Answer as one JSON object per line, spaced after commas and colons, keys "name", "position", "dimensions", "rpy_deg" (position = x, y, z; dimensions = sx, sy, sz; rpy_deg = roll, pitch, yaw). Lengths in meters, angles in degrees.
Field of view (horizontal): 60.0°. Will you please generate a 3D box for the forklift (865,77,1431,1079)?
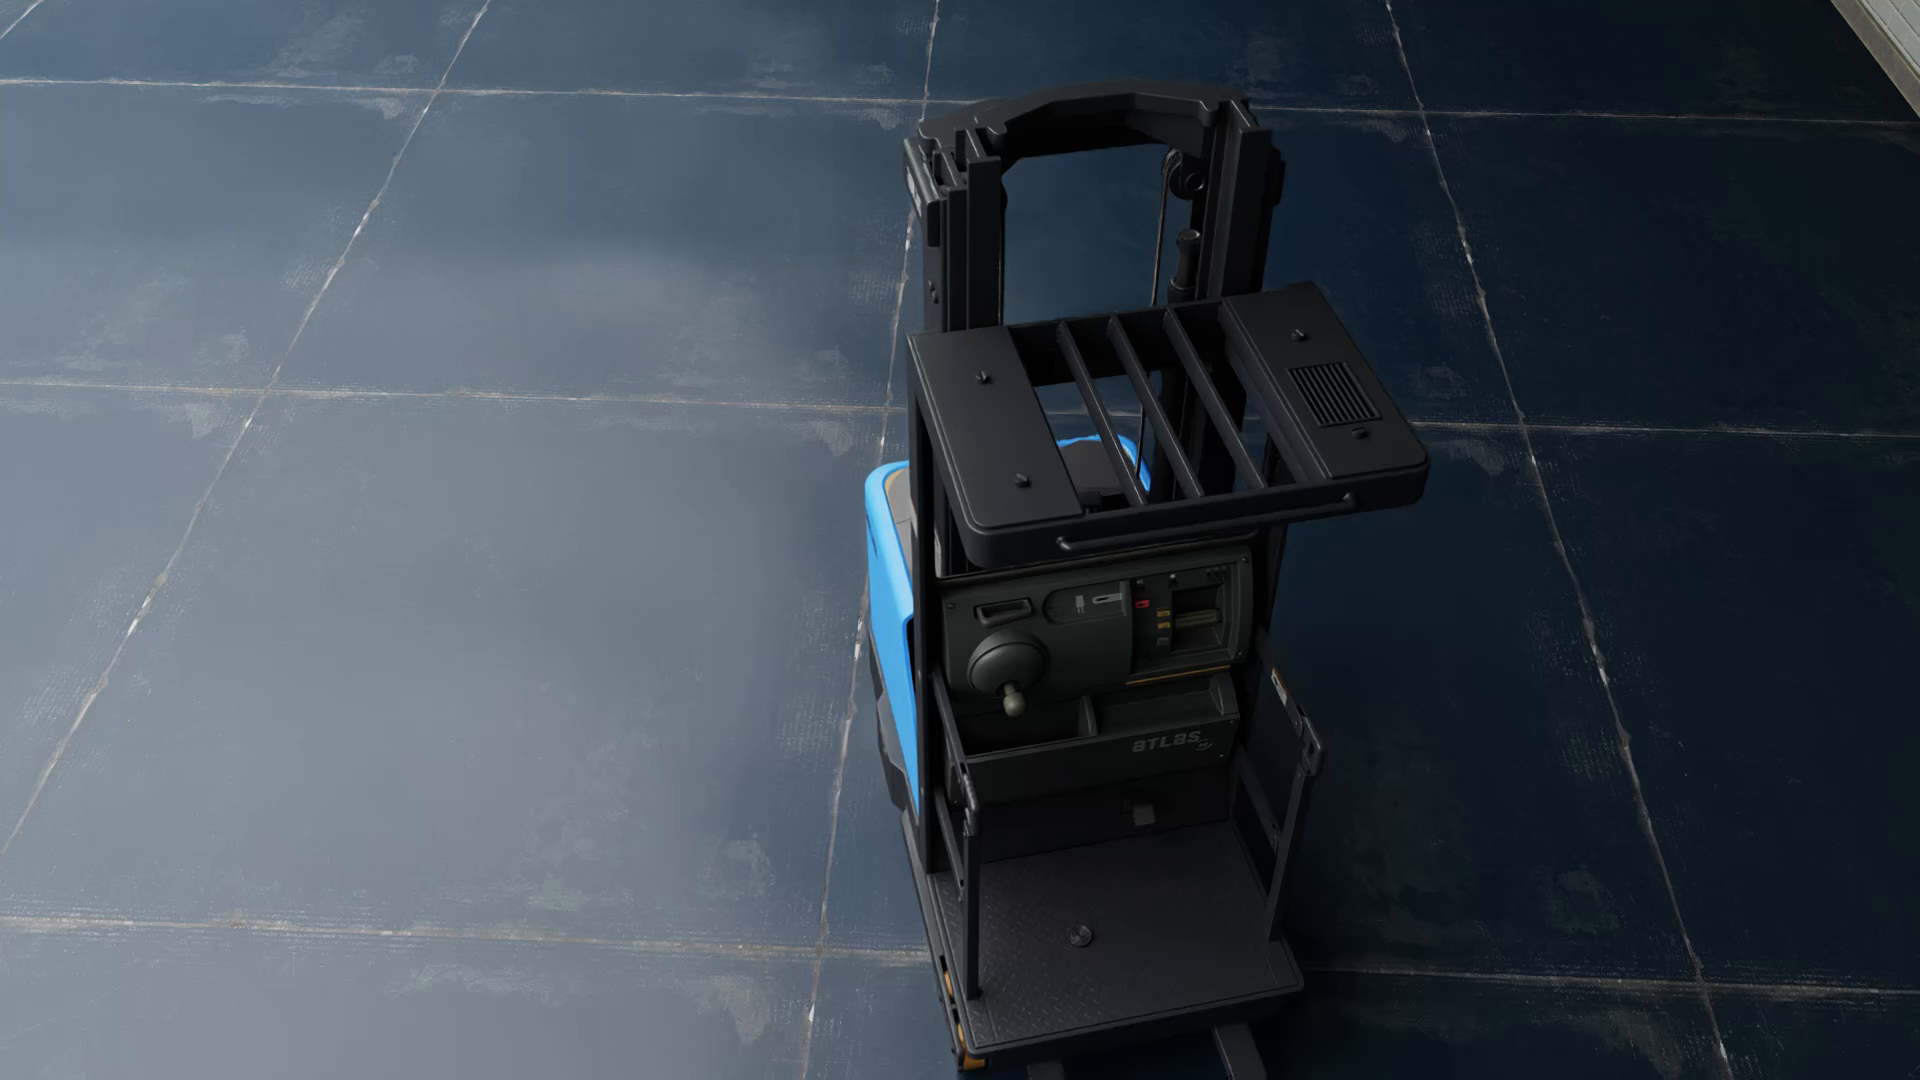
{"name": "forklift", "position": [0.458, 0.357, 4.716], "dimensions": [1.130, 2.935, 3.031], "rpy_deg": [-8, 44, -9]}
